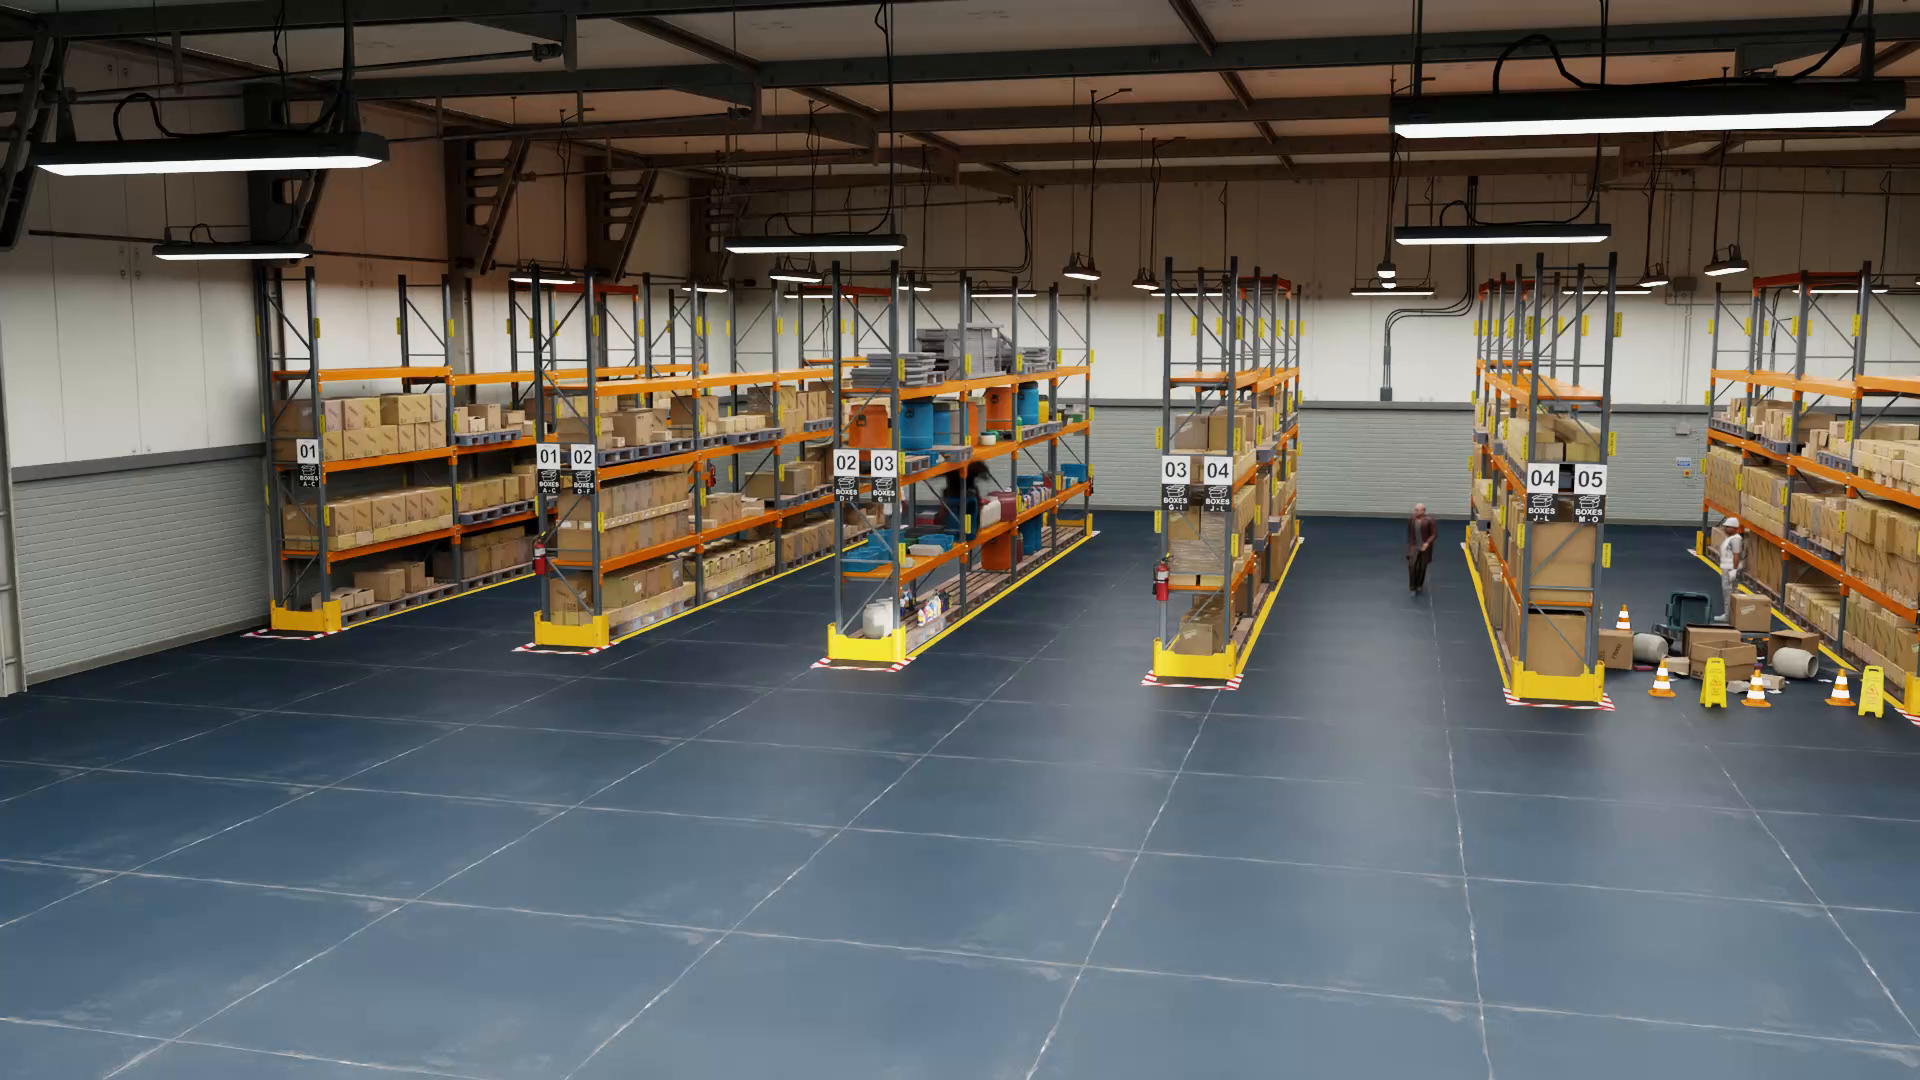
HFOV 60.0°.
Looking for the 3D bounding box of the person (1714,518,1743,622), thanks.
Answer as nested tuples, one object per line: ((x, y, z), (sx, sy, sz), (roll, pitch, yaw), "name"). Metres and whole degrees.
((13.234, 0.506, 28.547), (0.420, 1.790, 0.595), (6, 9, 39), "person")

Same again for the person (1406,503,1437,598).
((8.719, 0.201, 31.424), (0.560, 1.811, 0.936), (2, 8, 16), "person")

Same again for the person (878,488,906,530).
((-1.558, -0.617, 37.588), (0.567, 1.719, 1.054), (2, 7, 14), "person")
